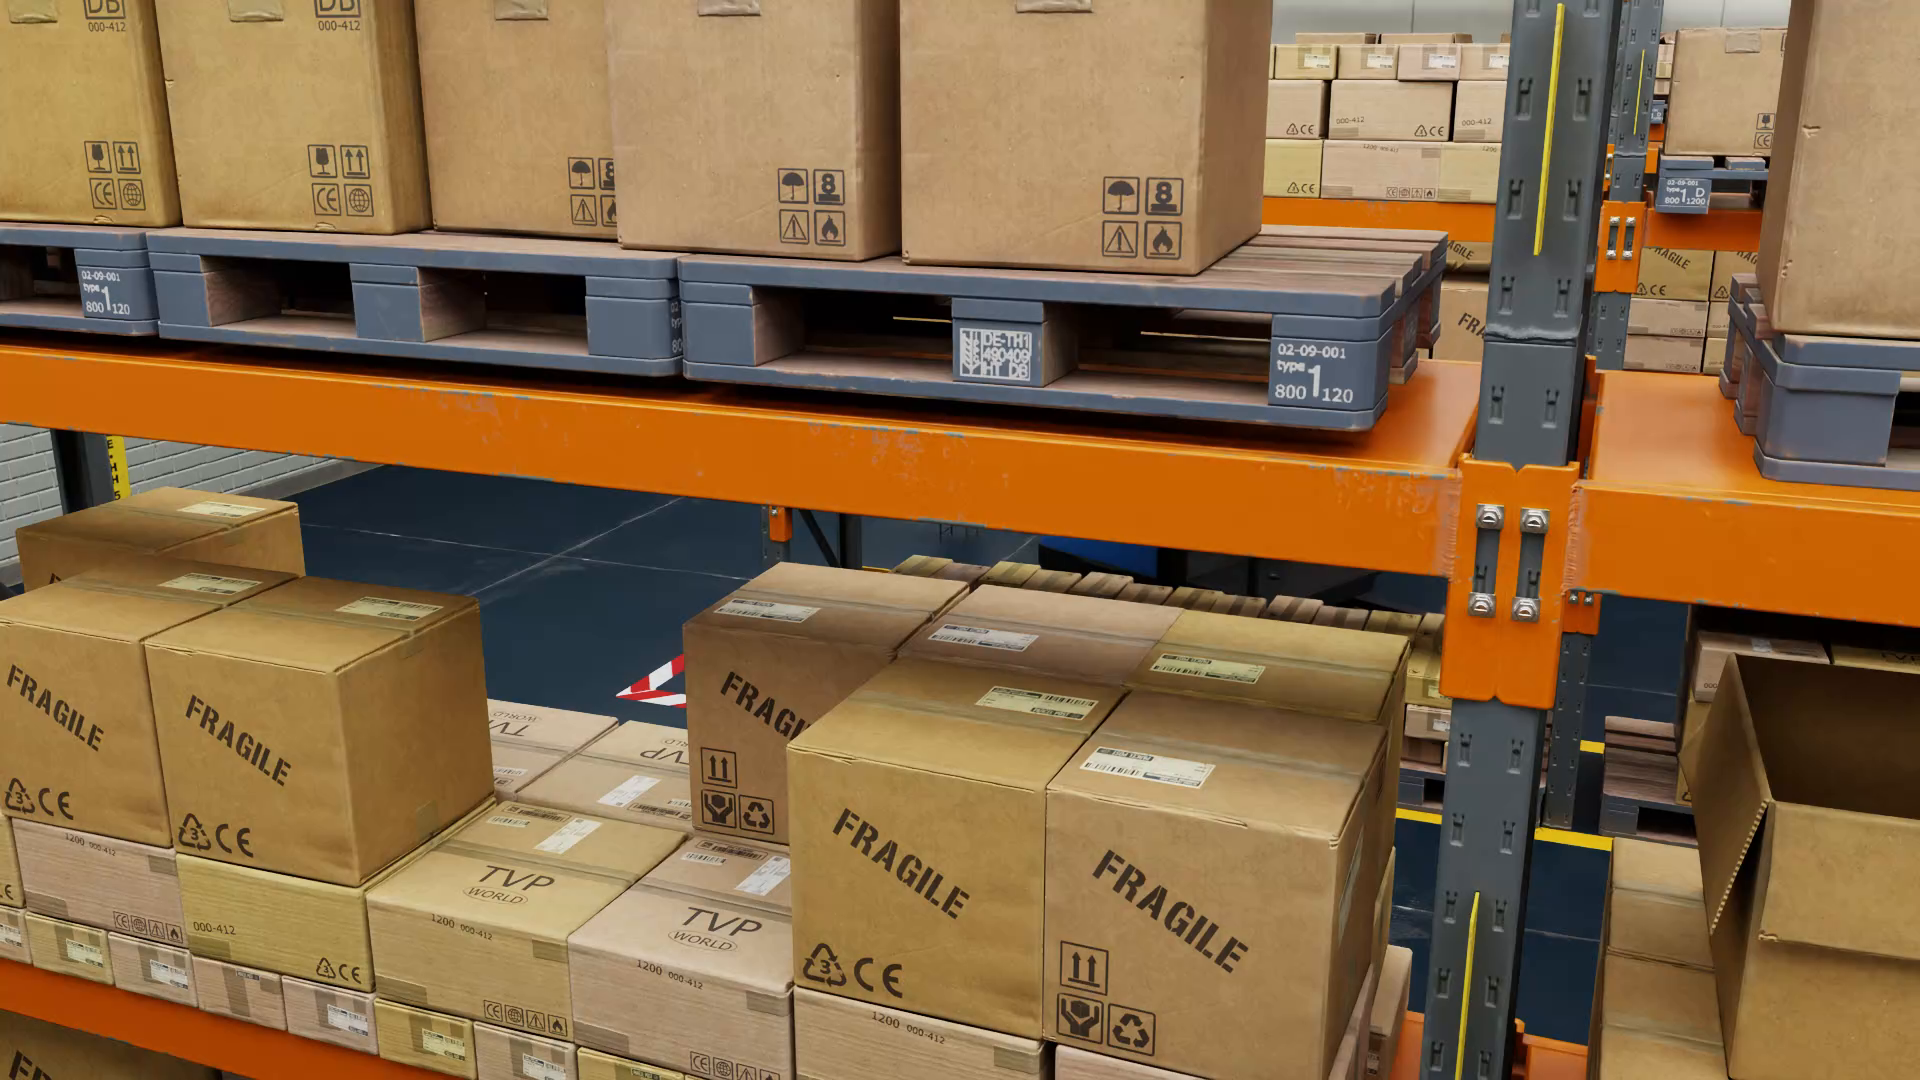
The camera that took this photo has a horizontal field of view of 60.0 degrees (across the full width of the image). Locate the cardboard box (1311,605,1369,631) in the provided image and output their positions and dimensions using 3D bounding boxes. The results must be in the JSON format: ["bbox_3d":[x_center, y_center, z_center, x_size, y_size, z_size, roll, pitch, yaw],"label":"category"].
[{"bbox_3d":[1.928,0.470,8.466,0.250,0.149,0.380,6,17,19],"label":"cardboard box"}]

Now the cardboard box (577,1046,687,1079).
[{"bbox_3d":[-0.602,1.074,3.544,0.250,0.149,0.380,6,17,20],"label":"cardboard box"}]

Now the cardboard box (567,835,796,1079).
[{"bbox_3d":[-0.467,0.879,3.502,0.500,0.250,0.500,7,17,22],"label":"cardboard box"}]

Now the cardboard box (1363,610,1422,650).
[{"bbox_3d":[2.179,0.491,8.395,0.269,0.149,0.392,7,18,23],"label":"cardboard box"}]

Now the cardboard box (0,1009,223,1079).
[{"bbox_3d":[-2.099,1.485,4.735,0.875,0.875,0.875,6,17,21],"label":"cardboard box"}]

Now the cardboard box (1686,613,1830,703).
[{"bbox_3d":[3.502,0.538,7.326,0.500,0.250,0.500,5,17,18],"label":"cardboard box"}]

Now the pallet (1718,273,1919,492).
[{"bbox_3d":[1.868,-0.236,2.571,1.217,0.209,0.805,6,17,18],"label":"pallet"}]

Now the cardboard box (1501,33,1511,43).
[{"bbox_3d":[4.163,-3.392,11.985,0.500,0.500,0.500,7,17,22],"label":"cardboard box"}]

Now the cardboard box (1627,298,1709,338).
[{"bbox_3d":[4.939,-1.589,11.639,0.500,0.250,0.500,6,17,19],"label":"cardboard box"}]

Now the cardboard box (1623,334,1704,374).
[{"bbox_3d":[4.946,-1.354,11.725,0.500,0.250,0.500,6,17,19],"label":"cardboard box"}]

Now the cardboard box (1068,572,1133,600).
[{"bbox_3d":[0.764,0.306,9.032,0.250,0.149,0.380,7,18,23],"label":"cardboard box"}]

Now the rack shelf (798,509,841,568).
[{"bbox_3d":[-0.811,-0.653,9.044,0.053,2.616,0.949,6,17,21],"label":"rack shelf"}]

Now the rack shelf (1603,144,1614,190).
[{"bbox_3d":[2.773,-2.839,12.482,4.000,0.370,1.077,6,17,21],"label":"rack shelf"}]

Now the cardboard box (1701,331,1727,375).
[{"bbox_3d":[5.428,-1.301,11.544,0.500,0.250,0.500,6,17,19],"label":"cardboard box"}]

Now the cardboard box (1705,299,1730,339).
[{"bbox_3d":[5.435,-1.543,11.480,0.500,0.250,0.500,7,17,21],"label":"cardboard box"}]

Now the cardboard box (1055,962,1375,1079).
[{"bbox_3d":[0.490,0.983,3.142,0.500,0.250,0.500,6,17,20],"label":"cardboard box"}]

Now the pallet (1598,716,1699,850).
[{"bbox_3d":[3.636,1.174,7.753,1.213,0.211,1.003,6,17,21],"label":"pallet"}]

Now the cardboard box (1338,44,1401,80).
[{"bbox_3d":[1.827,-2.102,7.311,0.250,0.149,0.380,7,18,23],"label":"cardboard box"}]

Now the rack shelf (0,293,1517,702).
[{"bbox_3d":[-0.863,-0.269,3.628,4.000,0.370,1.077,6,17,21],"label":"rack shelf"}]

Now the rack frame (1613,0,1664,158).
[{"bbox_3d":[2.911,-3.126,6.801,0.127,3.000,1.000,6,17,21],"label":"rack frame"}]

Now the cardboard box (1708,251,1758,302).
[{"bbox_3d":[5.421,-1.903,11.375,0.500,0.500,0.500,6,17,20],"label":"cardboard box"}]

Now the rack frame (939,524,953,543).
[{"bbox_3d":[-0.102,-0.443,12.087,0.006,0.900,0.240,6,17,21],"label":"rack frame"}]

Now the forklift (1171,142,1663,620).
[{"bbox_3d":[3.587,-2.758,12.333,7.407,5.209,9.711,-15,22,-41],"label":"forklift"}]

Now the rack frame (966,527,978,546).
[{"bbox_3d":[0.087,-0.423,12.015,0.006,0.900,0.240,6,17,21],"label":"rack frame"}]

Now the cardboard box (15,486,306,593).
[{"bbox_3d":[-2.174,0.173,4.589,0.500,0.500,0.500,7,17,21],"label":"cardboard box"}]

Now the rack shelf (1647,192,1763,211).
[{"bbox_3d":[4.772,-1.264,6.577,3.809,0.052,0.919,6,17,21],"label":"rack shelf"}]

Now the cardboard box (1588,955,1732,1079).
[{"bbox_3d":[1.334,1.095,2.842,0.500,0.500,0.500,6,17,21],"label":"cardboard box"}]

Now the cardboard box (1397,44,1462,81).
[{"bbox_3d":[2.028,-2.045,7.113,0.250,0.149,0.380,6,17,21],"label":"cardboard box"}]

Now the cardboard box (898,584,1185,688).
[{"bbox_3d":[0.190,0.432,3.694,0.500,0.500,0.500,6,17,21],"label":"cardboard box"}]

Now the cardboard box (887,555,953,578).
[{"bbox_3d":[-0.224,0.216,9.342,0.250,0.149,0.380,6,17,21],"label":"cardboard box"}]

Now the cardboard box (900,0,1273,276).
[{"bbox_3d":[0.247,-0.772,2.959,0.500,0.500,0.700,5,17,17],"label":"cardboard box"}]

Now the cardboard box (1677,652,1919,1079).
[{"bbox_3d":[1.595,0.565,2.870,0.637,0.503,0.797,6,17,19],"label":"cardboard box"}]

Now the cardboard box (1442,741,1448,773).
[{"bbox_3d":[2.422,0.971,7.810,0.250,0.149,0.380,7,17,21],"label":"cardboard box"}]

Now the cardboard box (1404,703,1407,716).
[{"bbox_3d":[1.990,0.783,7.924,0.250,0.149,0.380,6,17,19],"label":"cardboard box"}]

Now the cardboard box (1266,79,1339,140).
[{"bbox_3d":[1.422,-1.943,7.479,0.500,0.250,0.500,7,18,23],"label":"cardboard box"}]

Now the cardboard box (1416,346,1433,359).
[{"bbox_3d":[1.892,-0.945,7.544,0.500,0.500,0.500,6,17,19],"label":"cardboard box"}]

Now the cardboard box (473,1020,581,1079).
[{"bbox_3d":[-0.838,1.048,3.635,0.250,0.149,0.380,7,17,22],"label":"cardboard box"}]

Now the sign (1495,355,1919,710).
[{"bbox_3d":[5.397,-1.940,8.319,4.000,0.966,14.919,6,17,21],"label":"sign"}]

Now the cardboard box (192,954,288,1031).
[{"bbox_3d":[-1.558,0.969,3.906,0.250,0.149,0.380,6,17,20],"label":"cardboard box"}]

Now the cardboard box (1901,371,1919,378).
[{"bbox_3d":[6.361,-1.191,11.165,0.500,0.250,0.500,6,17,20],"label":"cardboard box"}]

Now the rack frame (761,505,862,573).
[{"bbox_3d":[-0.810,-0.654,9.046,0.127,3.000,1.000,6,17,21],"label":"rack frame"}]

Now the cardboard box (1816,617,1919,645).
[{"bbox_3d":[4.170,0.460,7.593,0.500,0.250,0.500,7,18,23],"label":"cardboard box"}]

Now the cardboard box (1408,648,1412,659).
[{"bbox_3d":[1.998,0.628,7.922,0.250,0.149,0.380,6,17,20],"label":"cardboard box"}]

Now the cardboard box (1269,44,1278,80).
[{"bbox_3d":[1.307,-2.132,7.413,0.265,0.149,0.390,7,18,22],"label":"cardboard box"}]

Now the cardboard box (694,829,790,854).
[{"bbox_3d":[-0.288,0.741,3.978,0.500,0.250,0.500,7,17,22],"label":"cardboard box"}]

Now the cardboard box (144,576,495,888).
[{"bbox_3d":[-1.427,0.413,3.762,0.500,0.500,0.500,6,17,19],"label":"cardboard box"}]

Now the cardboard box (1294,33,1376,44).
[{"bbox_3d":[2.733,-3.441,12.155,0.500,0.500,0.500,7,17,22],"label":"cardboard box"}]

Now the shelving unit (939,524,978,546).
[{"bbox_3d":[4.042,-0.275,5.863,12.137,4.047,8.426,6,17,21],"label":"shelving unit"}]

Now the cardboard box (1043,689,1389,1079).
[{"bbox_3d":[0.472,0.623,3.040,0.500,0.500,0.500,7,18,22],"label":"cardboard box"}]

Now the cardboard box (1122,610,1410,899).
[{"bbox_3d":[0.646,0.485,3.514,0.500,0.500,0.500,6,17,21],"label":"cardboard box"}]

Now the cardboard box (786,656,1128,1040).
[{"bbox_3d":[0.007,0.570,3.220,0.500,0.500,0.500,6,17,21],"label":"cardboard box"}]

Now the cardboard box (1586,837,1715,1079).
[{"bbox_3d":[1.533,0.960,3.307,0.500,0.500,0.500,6,17,21],"label":"cardboard box"}]

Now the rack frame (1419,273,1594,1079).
[{"bbox_3d":[0.997,1.031,3.242,0.127,3.000,1.000,6,17,21],"label":"rack frame"}]

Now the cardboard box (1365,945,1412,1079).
[{"bbox_3d":[0.844,1.035,3.678,0.250,0.149,0.380,6,17,21],"label":"cardboard box"}]

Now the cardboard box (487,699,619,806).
[{"bbox_3d":[-1.230,0.636,4.338,0.500,0.250,0.500,6,17,19],"label":"cardboard box"}]

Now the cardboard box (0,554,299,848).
[{"bbox_3d":[-1.911,0.361,3.939,0.500,0.500,0.500,6,17,19],"label":"cardboard box"}]
